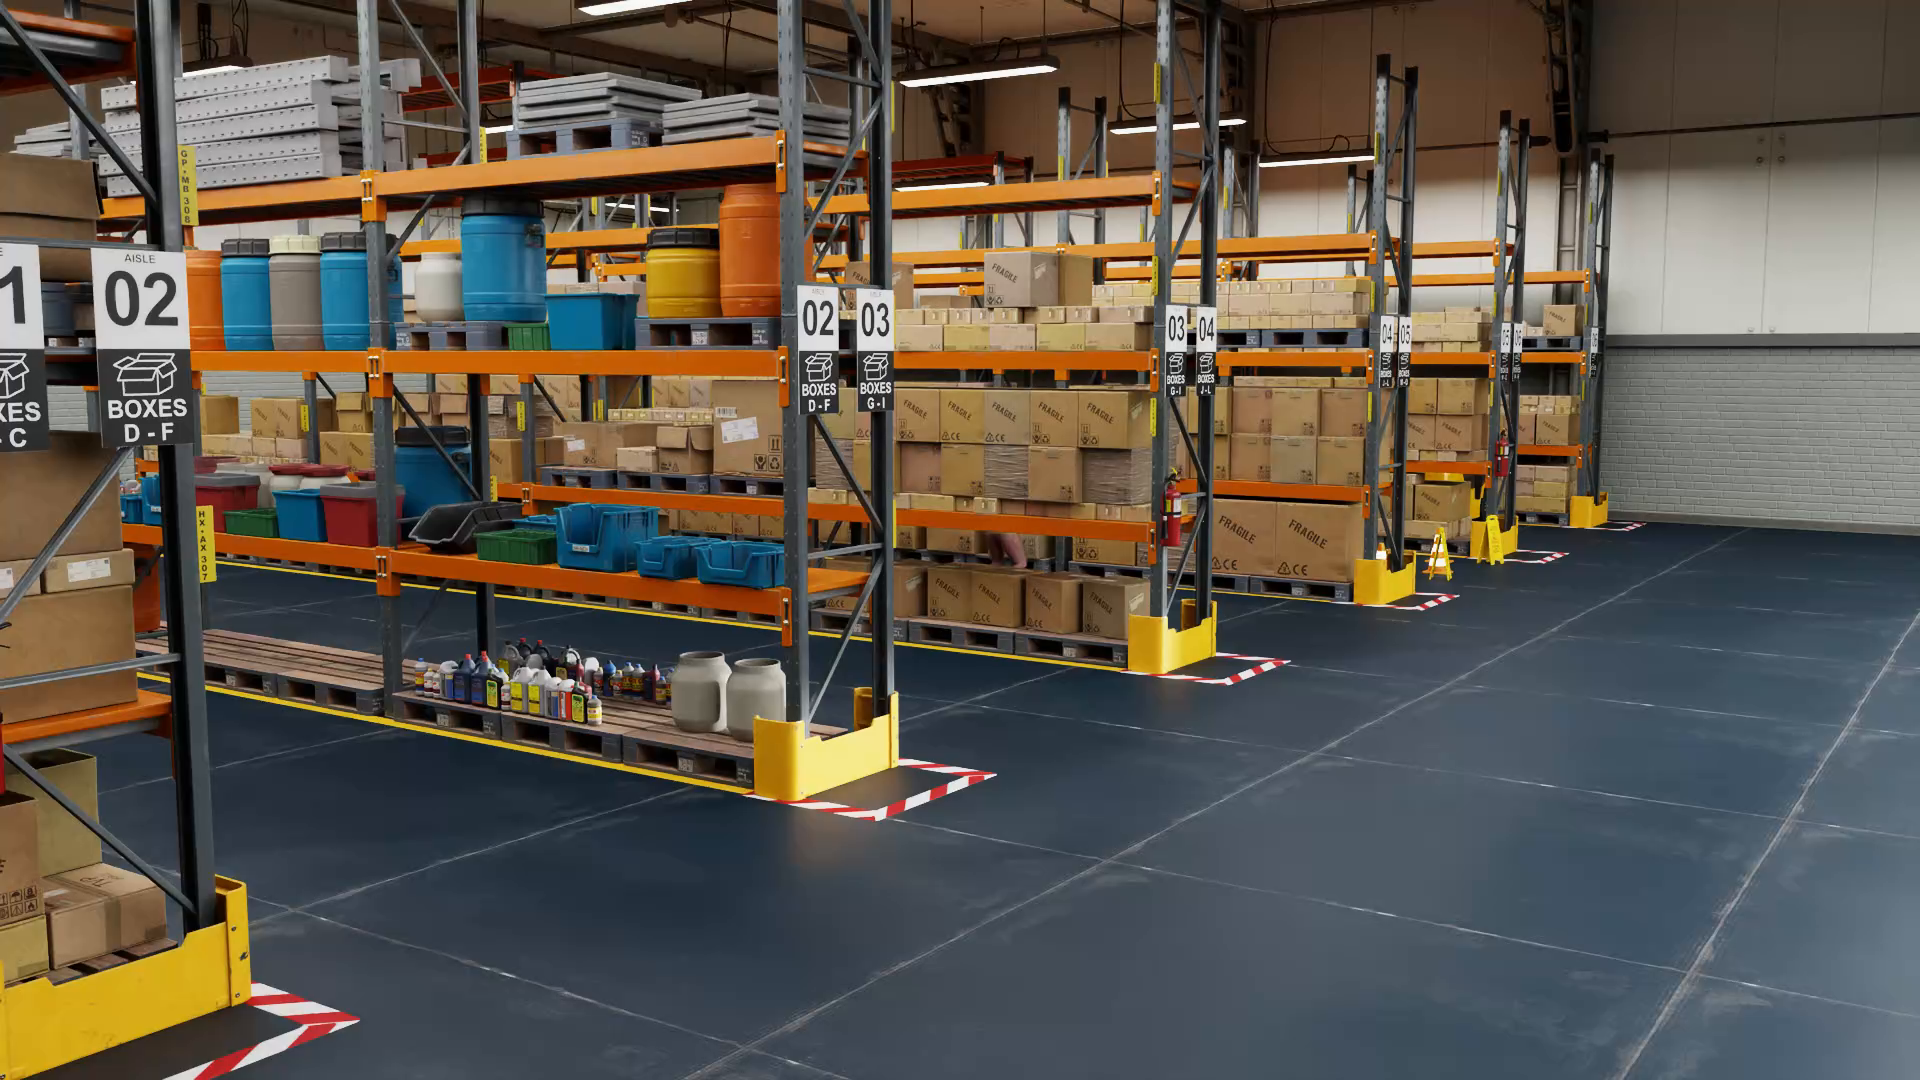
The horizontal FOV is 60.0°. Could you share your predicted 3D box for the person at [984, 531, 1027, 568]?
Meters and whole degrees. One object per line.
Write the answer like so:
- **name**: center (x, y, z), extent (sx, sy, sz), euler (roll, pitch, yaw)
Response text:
- **person**: center (0.486, -0.058, 18.652), extent (0.494, 1.537, 0.510), euler (4, 8, 34)
